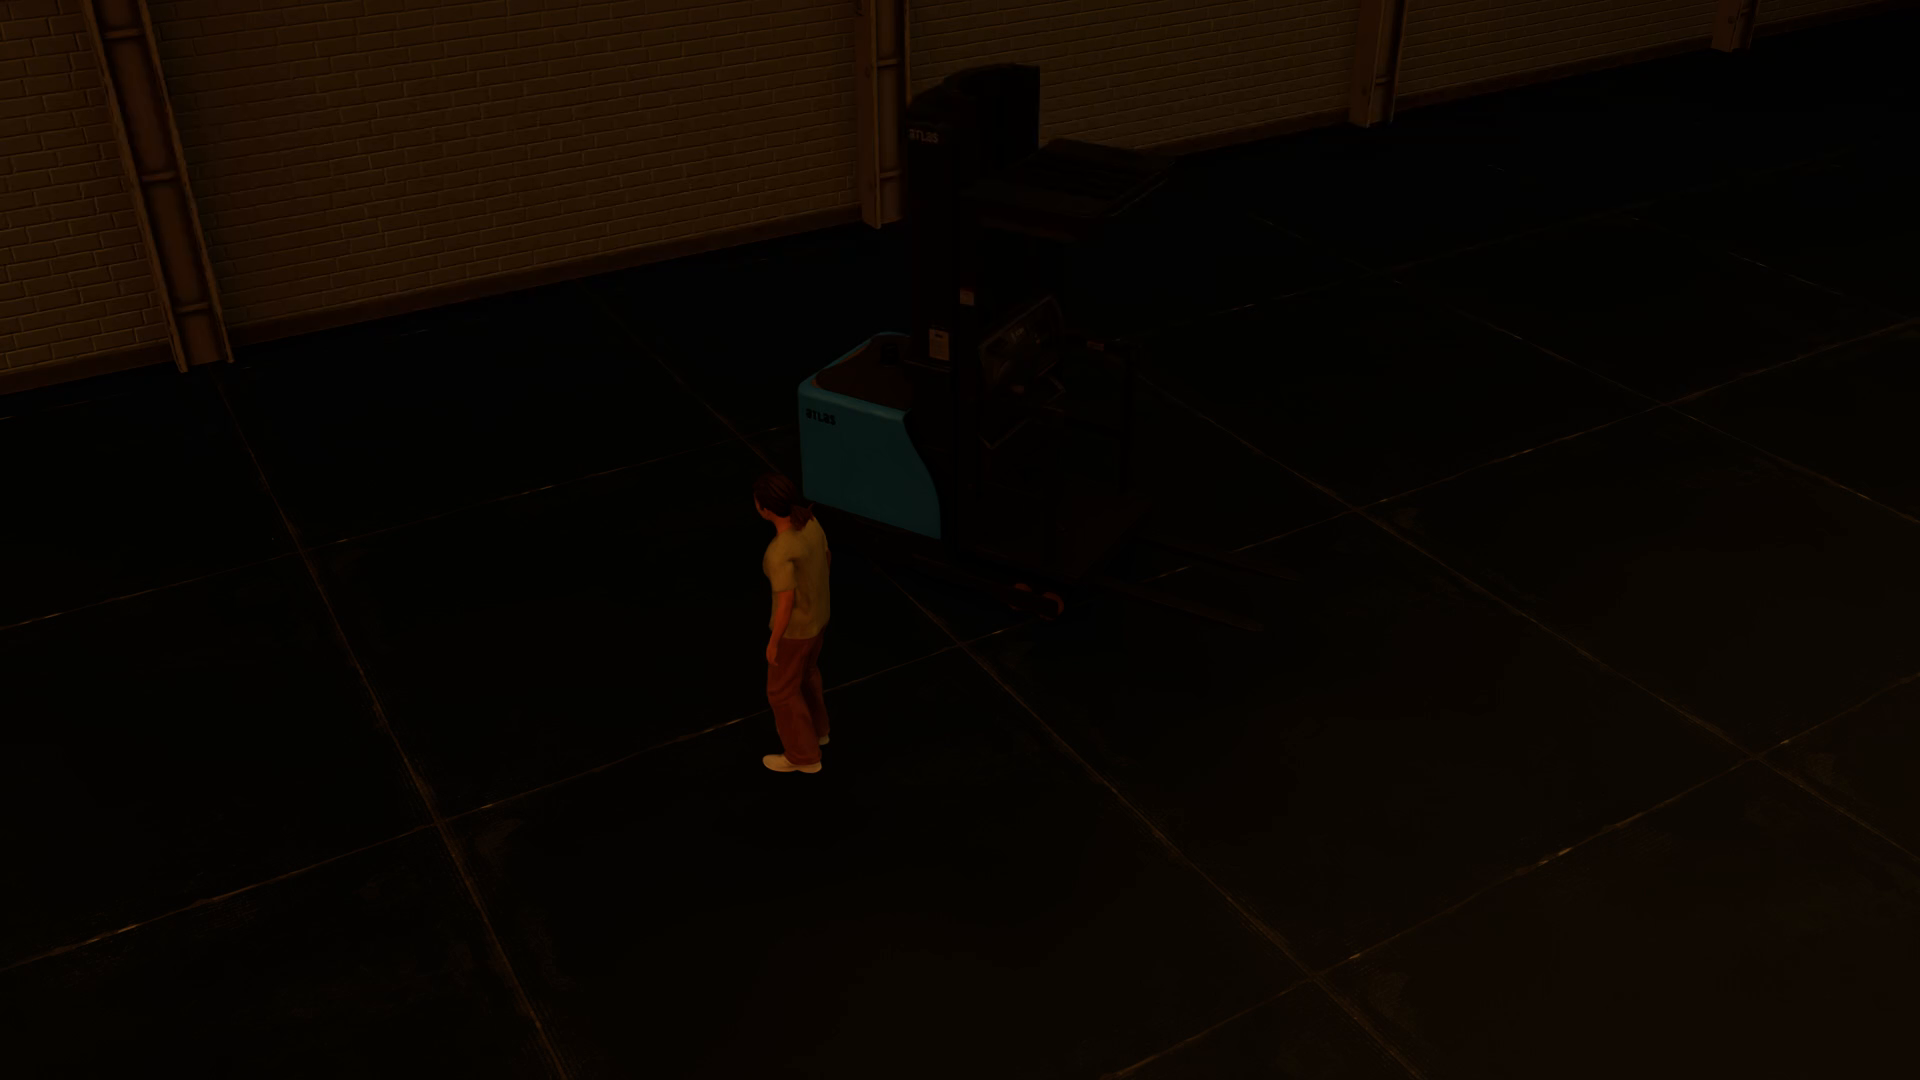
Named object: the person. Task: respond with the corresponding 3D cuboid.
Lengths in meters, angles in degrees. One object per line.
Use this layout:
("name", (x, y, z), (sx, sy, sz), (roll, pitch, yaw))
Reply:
("person", (-0.839, 0.403, 8.203), (0.387, 1.670, 0.557), (10, 32, 16))

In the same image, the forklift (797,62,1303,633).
("forklift", (0.533, -1.097, 9.480), (3.031, 2.935, 1.130), (17, 35, 26))
